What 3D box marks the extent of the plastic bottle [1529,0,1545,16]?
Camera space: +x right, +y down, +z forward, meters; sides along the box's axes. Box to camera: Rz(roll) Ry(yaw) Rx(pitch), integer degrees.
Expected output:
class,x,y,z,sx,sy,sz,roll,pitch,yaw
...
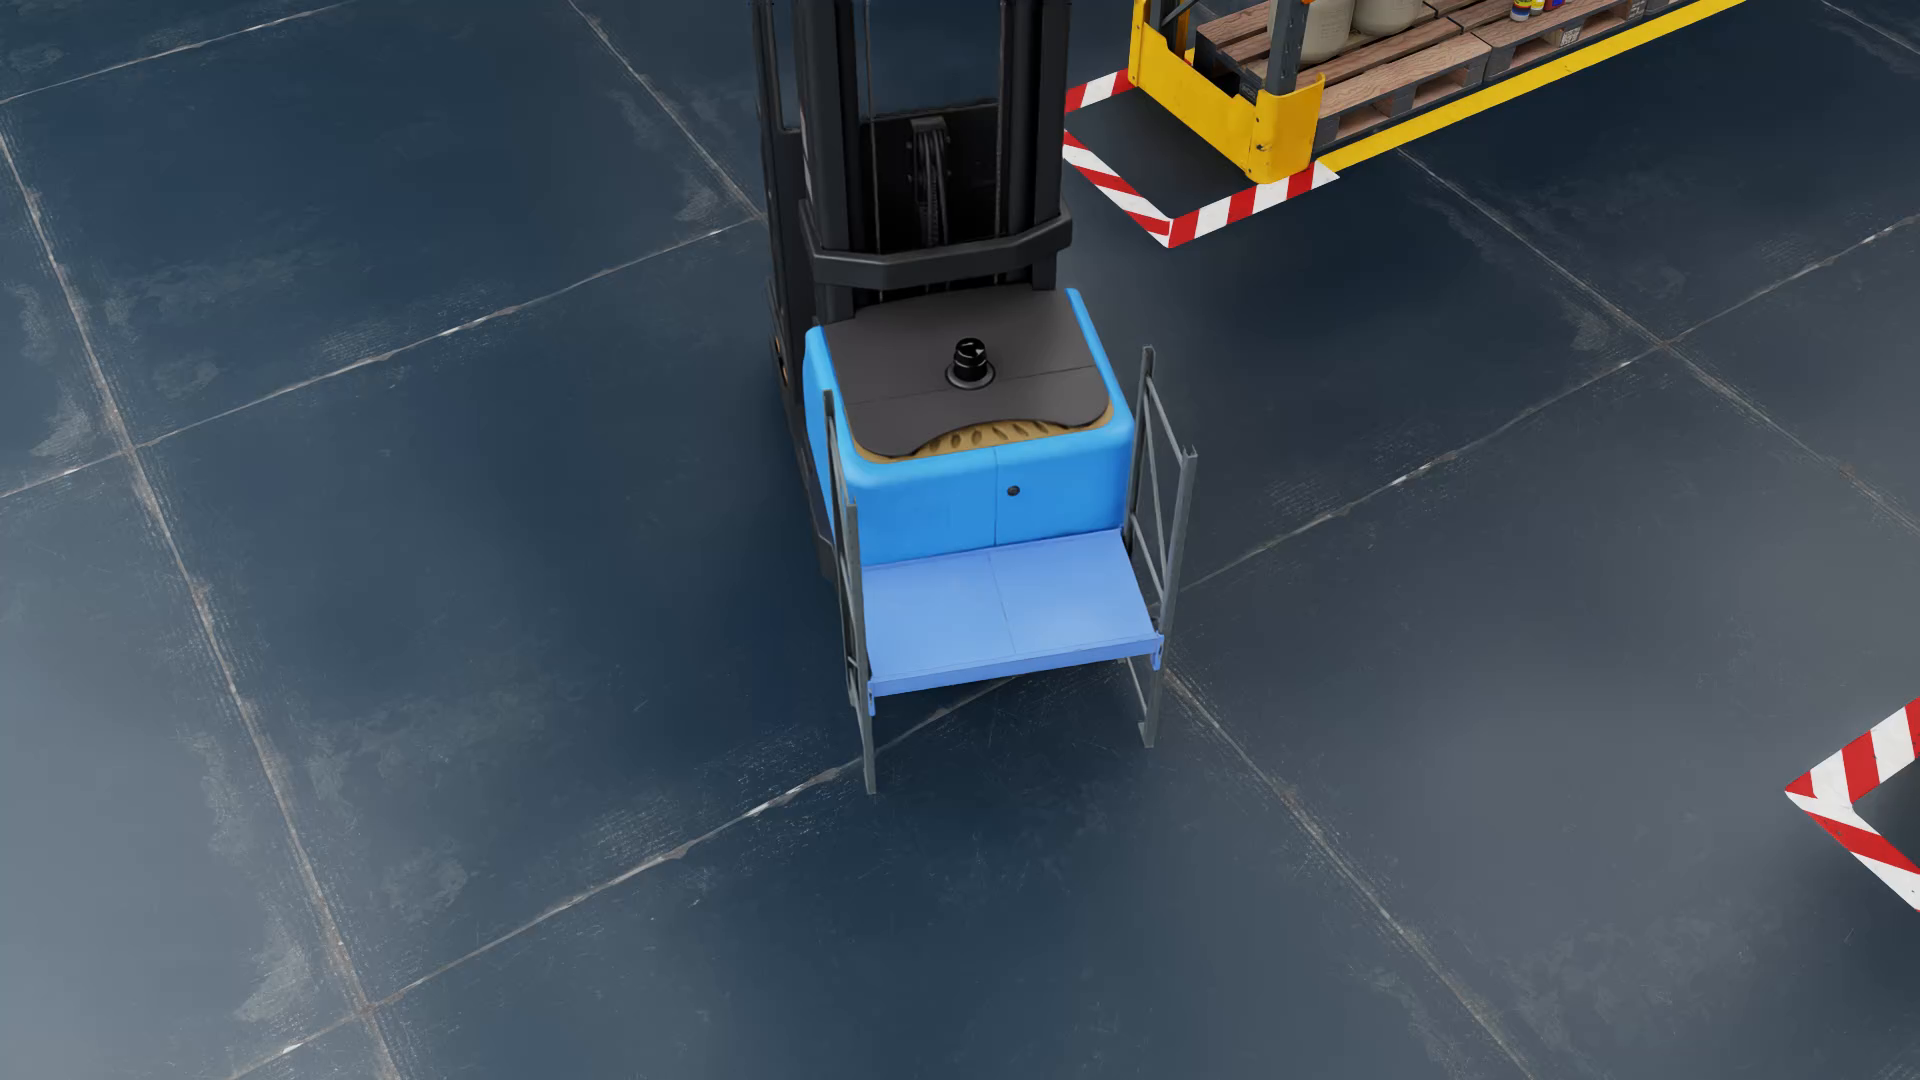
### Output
class,x,y,z,sx,sy,sz,roll,pitch,yaw
plastic bottle,3.077,-2.908,8.856,0.097,0.201,0.097,0,48,0

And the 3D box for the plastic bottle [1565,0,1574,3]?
class,x,y,z,sx,sy,sz,roll,pitch,yaw
plastic bottle,3.279,-3.026,8.914,0.097,0.271,0.097,0,48,0

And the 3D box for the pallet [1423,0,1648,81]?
class,x,y,z,sx,sy,sz,roll,pitch,yaw
pallet,3.050,-3.061,9.280,1.213,0.211,1.003,-25,53,-21

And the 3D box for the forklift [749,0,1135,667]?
class,x,y,z,sx,sy,sz,roll,pitch,yaw
forklift,-0.218,-1.625,6.180,1.130,2.935,3.031,-10,49,-9

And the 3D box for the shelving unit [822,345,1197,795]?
class,x,y,z,sx,sy,sz,roll,pitch,yaw
shelving unit,0.139,0.145,5.562,1.048,1.500,0.538,-8,49,-7

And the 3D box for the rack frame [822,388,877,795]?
class,x,y,z,sx,sy,sz,roll,pitch,yaw
rack frame,-0.359,0.219,5.496,0.032,1.500,0.500,-8,49,-7

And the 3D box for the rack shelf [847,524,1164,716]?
class,x,y,z,sx,sy,sz,roll,pitch,yaw
rack shelf,0.139,0.265,5.696,1.000,0.185,0.538,-8,49,-7

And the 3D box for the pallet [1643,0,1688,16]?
class,x,y,z,sx,sy,sz,roll,pitch,yaw
pallet,4.083,-3.550,9.716,1.213,0.211,1.003,-25,53,-21

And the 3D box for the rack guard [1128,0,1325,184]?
class,x,y,z,sx,sy,sz,roll,pitch,yaw
rack guard,1.329,-2.354,8.457,0.348,0.500,1.175,-25,53,-21

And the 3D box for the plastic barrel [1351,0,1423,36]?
class,x,y,z,sx,sy,sz,roll,pitch,yaw
plastic barrel,2.230,-2.948,8.697,0.421,0.512,0.421,0,48,0

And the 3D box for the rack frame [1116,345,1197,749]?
class,x,y,z,sx,sy,sz,roll,pitch,yaw
rack frame,0.638,0.072,5.627,0.032,1.500,0.500,-8,49,-7

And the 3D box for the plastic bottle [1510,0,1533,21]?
class,x,y,z,sx,sy,sz,roll,pitch,yaw
plastic bottle,2.990,-2.890,8.793,0.097,0.271,0.097,0,48,0

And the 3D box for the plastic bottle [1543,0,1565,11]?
class,x,y,z,sx,sy,sz,roll,pitch,yaw
plastic bottle,3.191,-2.973,8.858,0.133,0.283,0.061,-24,53,-20

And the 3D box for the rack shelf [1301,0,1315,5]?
class,x,y,z,sx,sy,sz,roll,pitch,yaw
rack shelf,2.981,-3.683,8.448,4.000,0.370,1.077,-25,53,-21

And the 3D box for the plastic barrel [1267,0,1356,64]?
class,x,y,z,sx,sy,sz,roll,pitch,yaw
plastic barrel,1.806,-2.748,8.519,0.421,0.512,0.421,0,48,0

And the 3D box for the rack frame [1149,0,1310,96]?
class,x,y,z,sx,sy,sz,roll,pitch,yaw
rack frame,1.290,-3.125,7.470,0.127,3.000,1.000,-25,53,-21

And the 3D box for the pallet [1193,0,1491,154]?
class,x,y,z,sx,sy,sz,roll,pitch,yaw
pallet,2.019,-2.578,8.850,1.213,0.211,1.003,-25,53,-21
